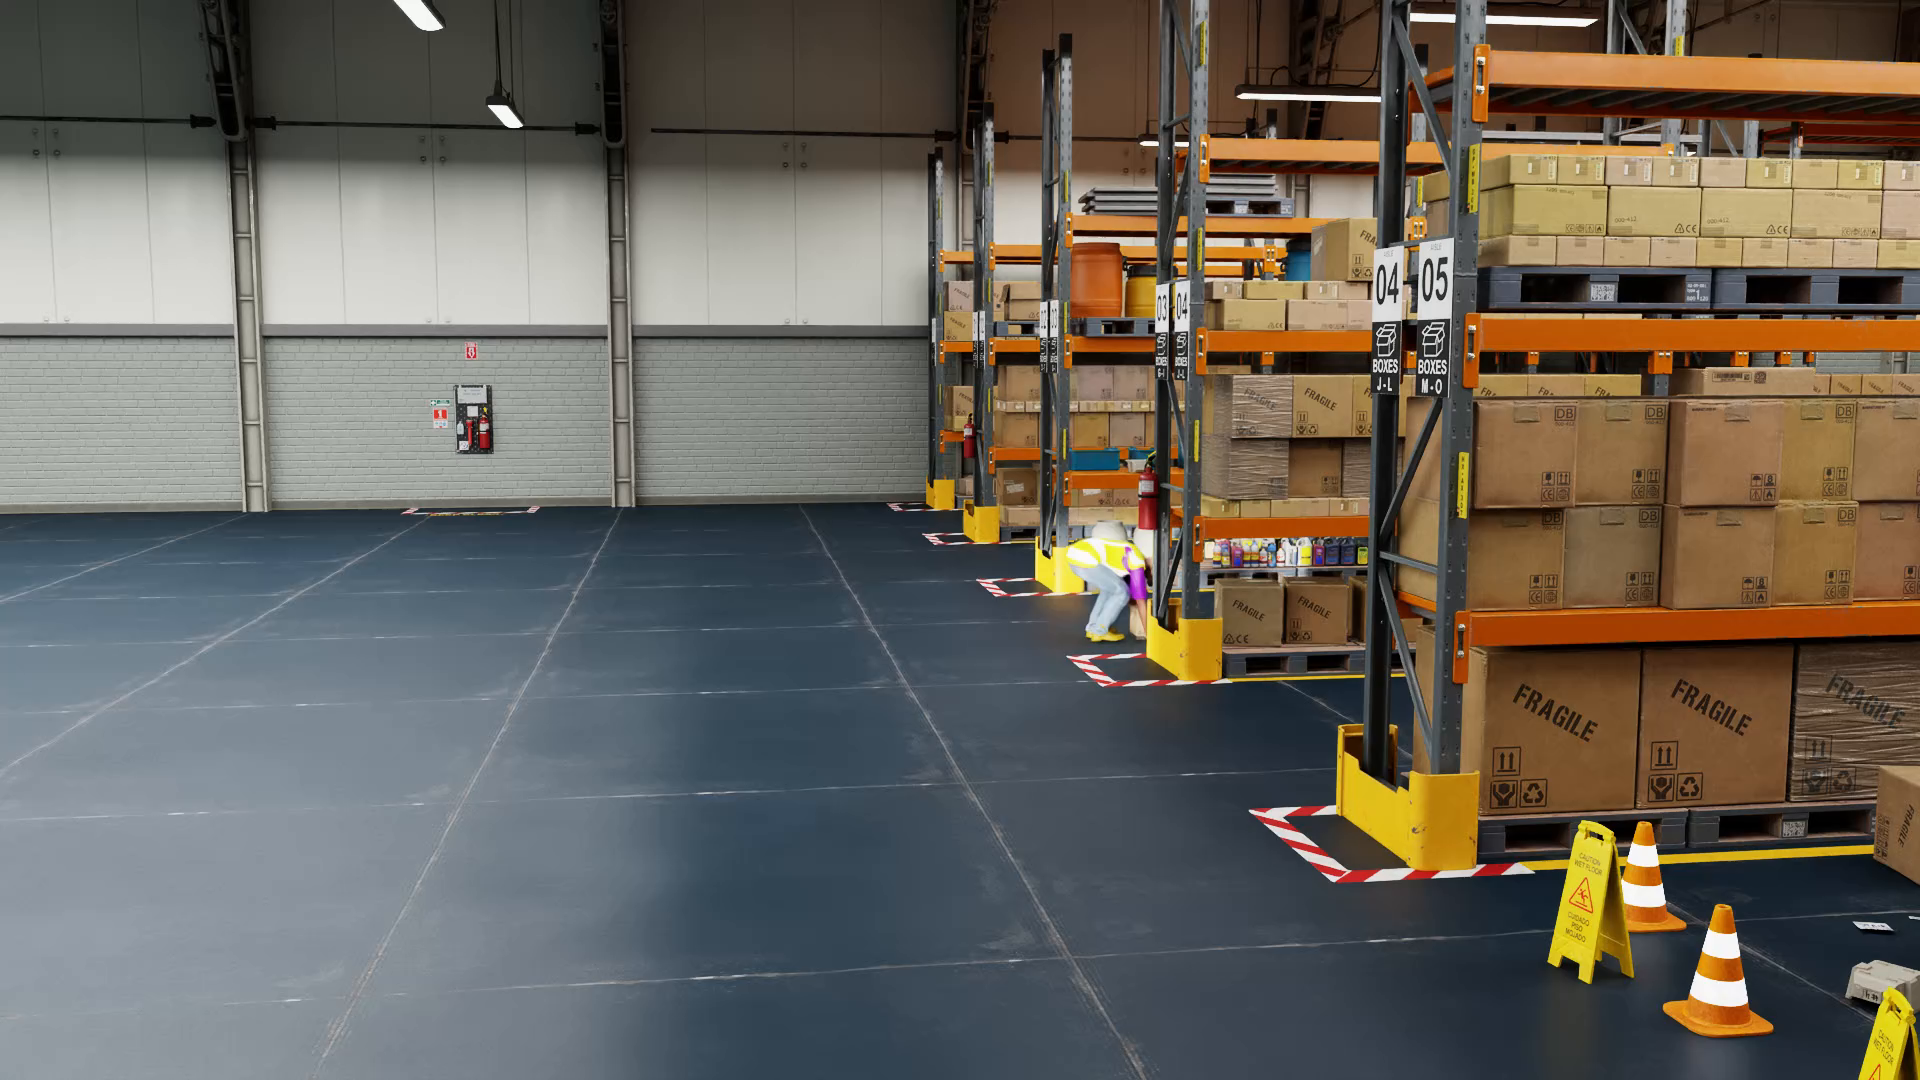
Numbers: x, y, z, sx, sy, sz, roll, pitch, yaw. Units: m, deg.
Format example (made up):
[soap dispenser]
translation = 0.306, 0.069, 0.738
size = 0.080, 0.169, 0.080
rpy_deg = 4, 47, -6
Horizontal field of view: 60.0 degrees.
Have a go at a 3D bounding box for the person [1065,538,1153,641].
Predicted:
[person]
translation = 1.460, 0.442, 15.363
size = 0.974, 0.939, 0.506
rpy_deg = -1, 7, -11
